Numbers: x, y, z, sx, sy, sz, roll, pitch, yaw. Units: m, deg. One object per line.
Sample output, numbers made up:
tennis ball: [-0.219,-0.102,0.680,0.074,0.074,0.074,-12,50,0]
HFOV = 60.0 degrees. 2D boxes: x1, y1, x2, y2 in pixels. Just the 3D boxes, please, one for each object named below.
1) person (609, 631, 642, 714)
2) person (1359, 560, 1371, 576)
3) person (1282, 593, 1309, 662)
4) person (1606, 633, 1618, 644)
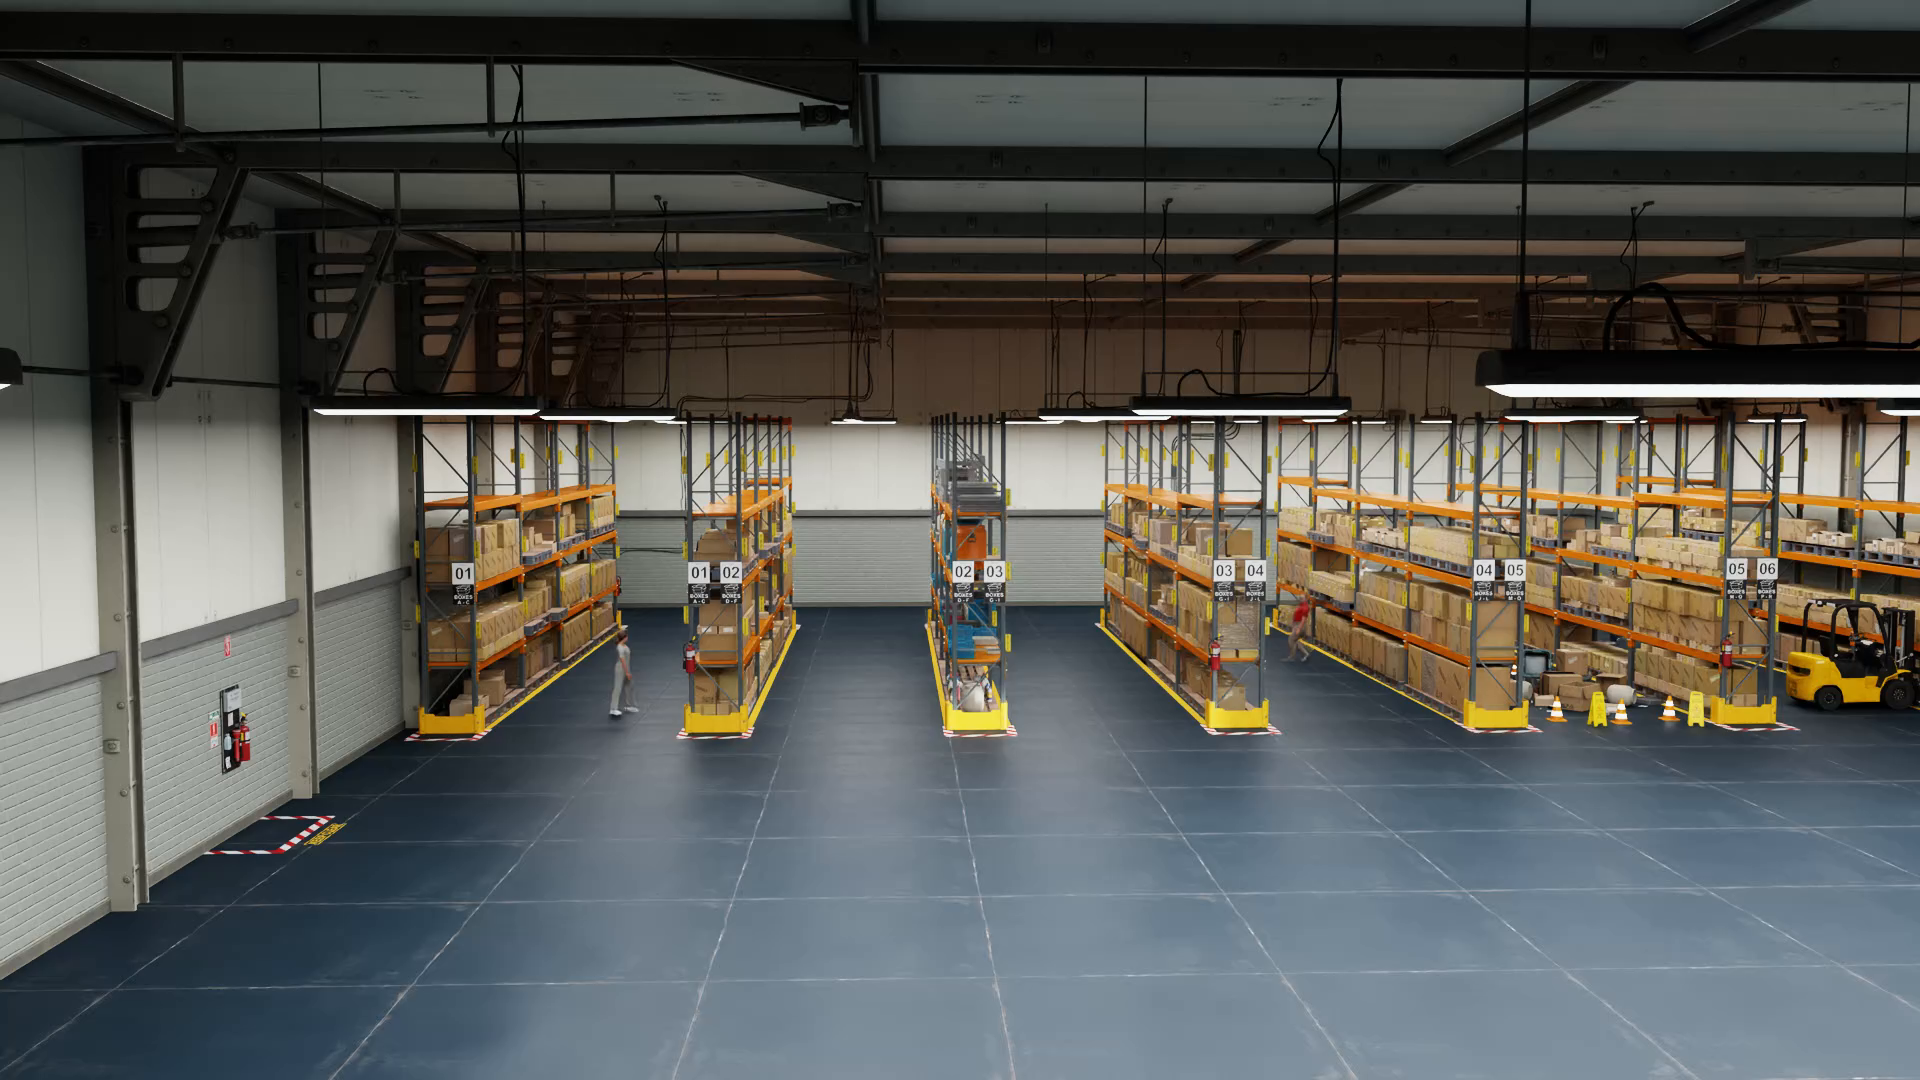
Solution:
person: [-6.698,2.643,33.188,0.535,1.698,0.620,0,4,5]
person: [12.382,1.431,50.952,0.742,1.614,0.529,-2,5,-31]
person: [8.177,2.150,40.489,0.636,1.704,0.570,1,4,13]
person: [17.193,1.978,43.833,0.360,1.627,0.450,2,4,30]
